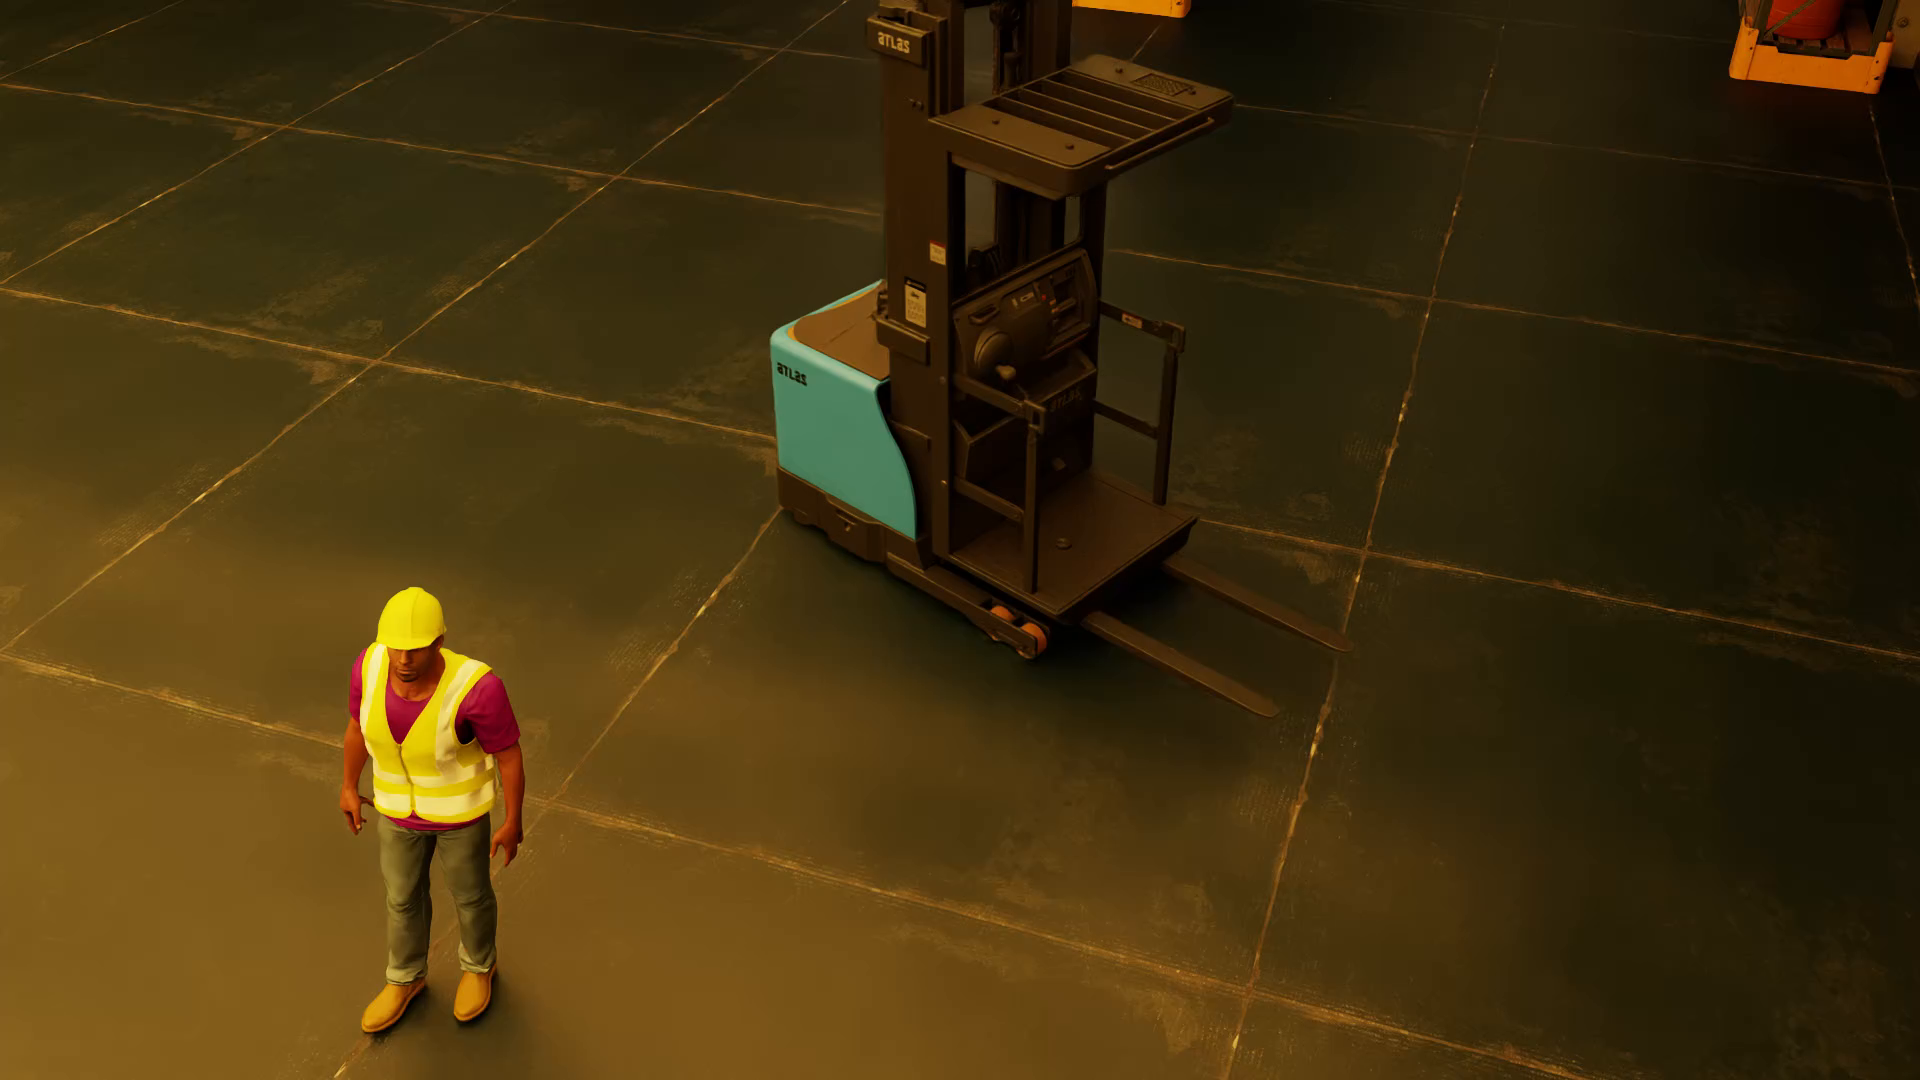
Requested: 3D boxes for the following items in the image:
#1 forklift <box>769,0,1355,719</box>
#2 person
[{"bbox_3d":[0.461,-0.979,7.492,3.031,2.935,1.130,28,44,34],"label":"forklift"},{"bbox_3d":[-1.845,0.962,5.749,0.666,1.765,0.578,6,36,9],"label":"person"}]
